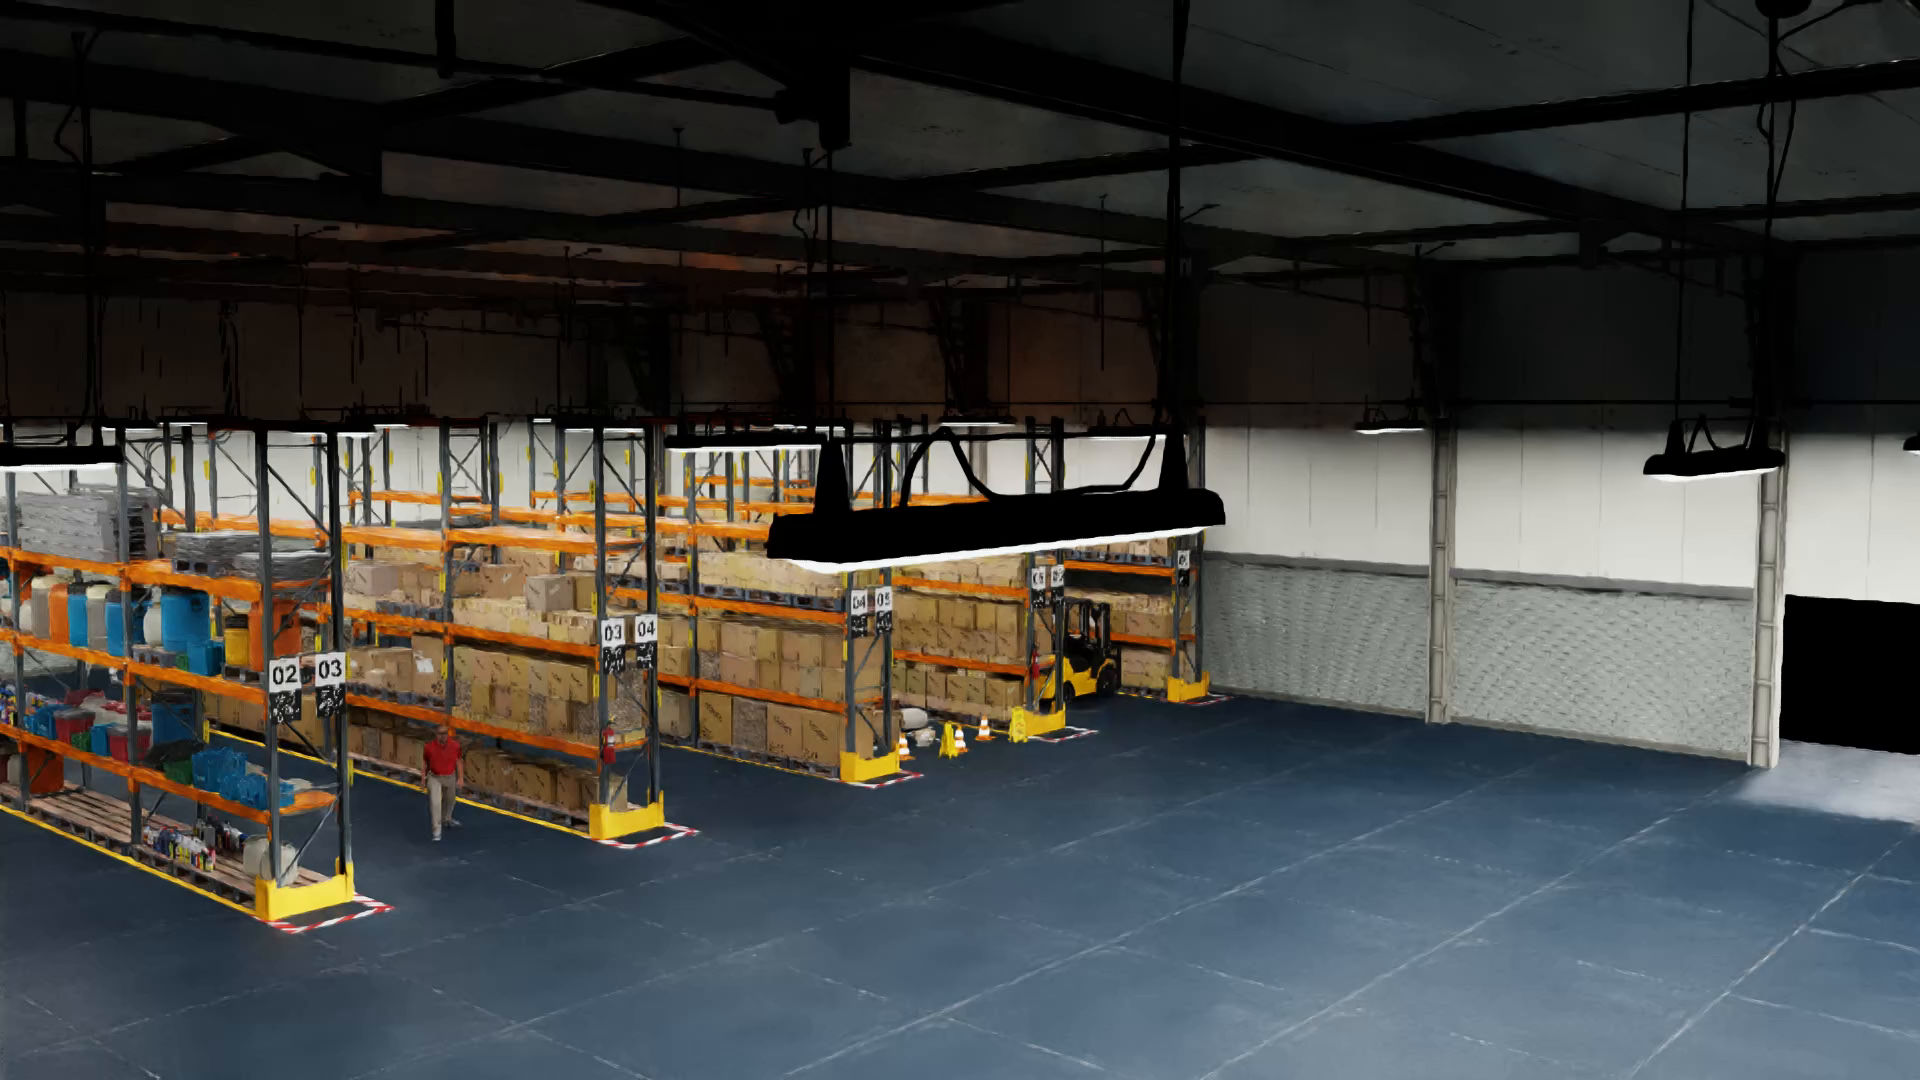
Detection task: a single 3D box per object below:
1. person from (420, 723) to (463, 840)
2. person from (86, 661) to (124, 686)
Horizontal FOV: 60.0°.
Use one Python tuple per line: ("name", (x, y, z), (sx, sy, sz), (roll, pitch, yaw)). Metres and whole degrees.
("person", (-7.564, 3.478, 24.296), (0.584, 1.664, 0.978), (-3, 5, -28))
("person", (-19.154, 2.392, 36.972), (0.811, 1.718, 0.682), (2, 5, 22))
